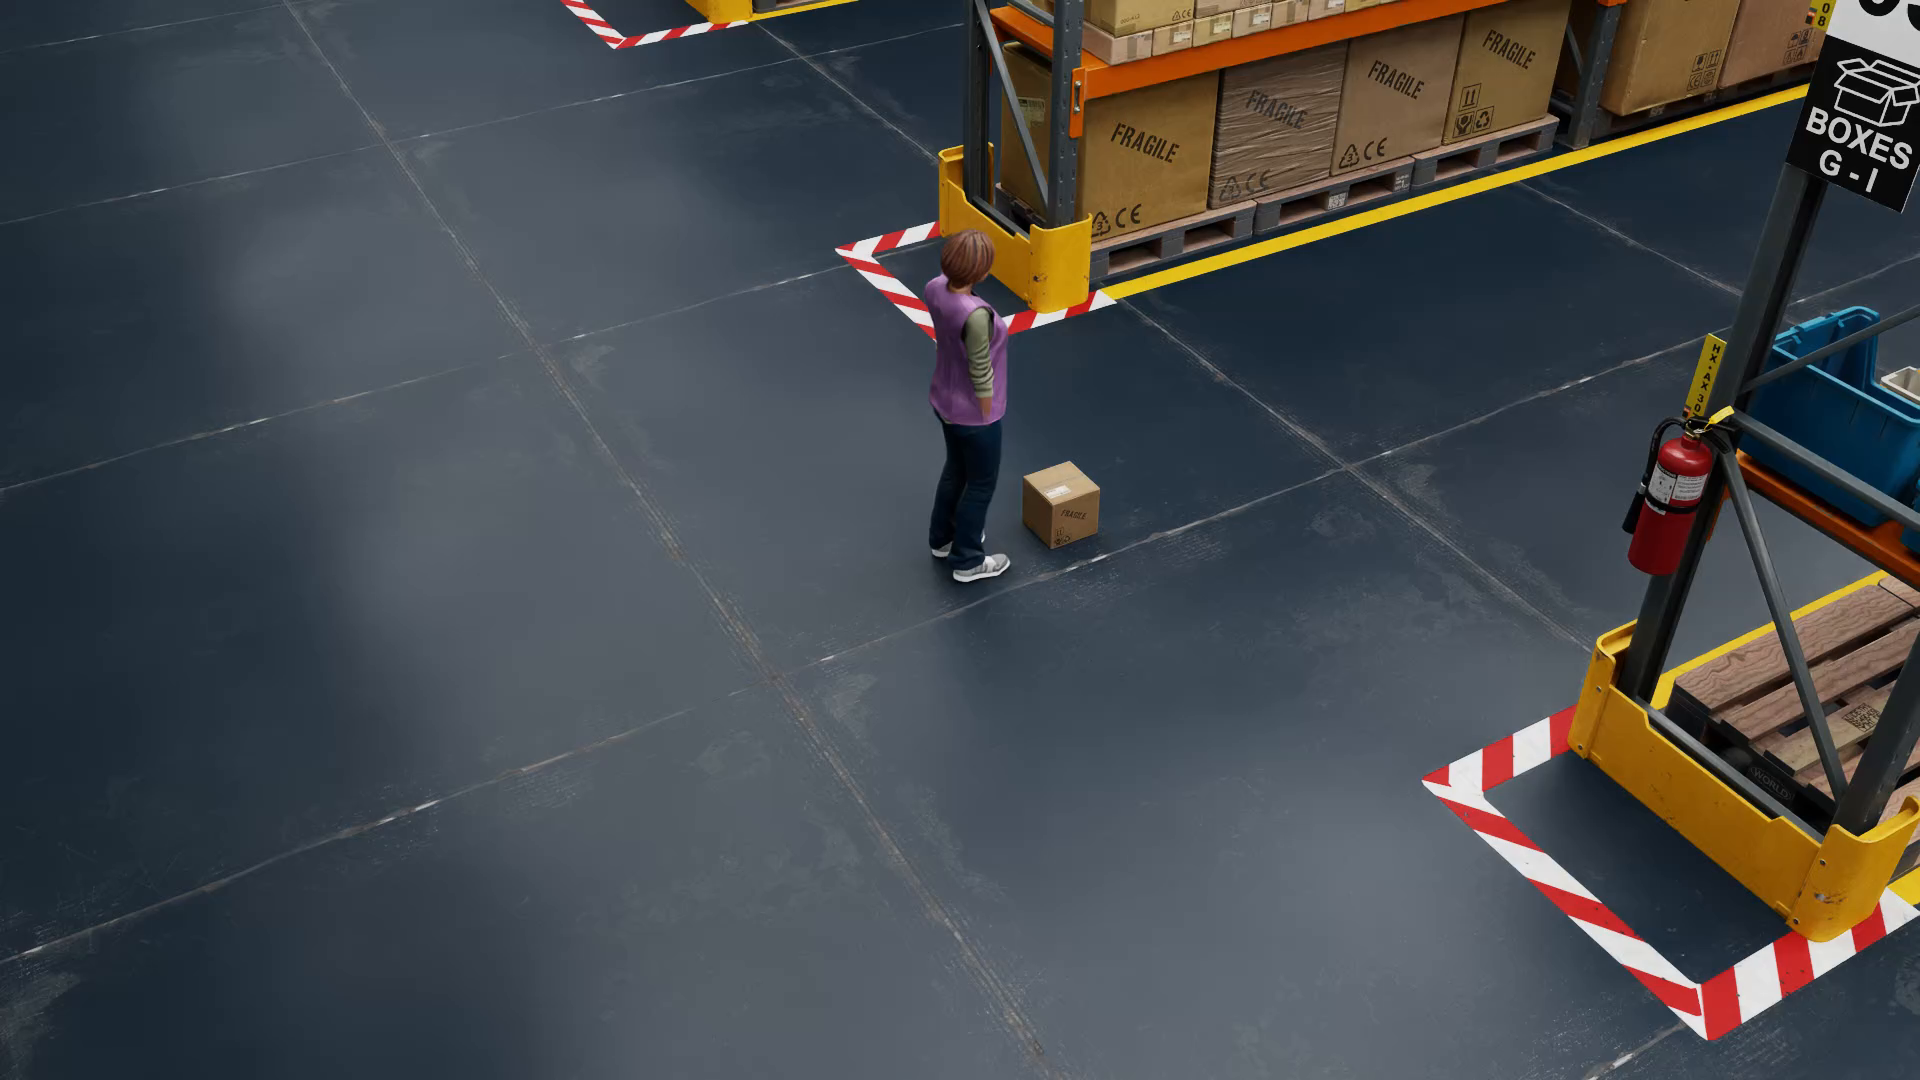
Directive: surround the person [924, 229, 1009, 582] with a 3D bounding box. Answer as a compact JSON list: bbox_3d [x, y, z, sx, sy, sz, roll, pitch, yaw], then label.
[{"bbox_3d":[0.025,-0.553,6.890,0.302,1.593,0.406,-18,41,-22],"label":"person"}]
